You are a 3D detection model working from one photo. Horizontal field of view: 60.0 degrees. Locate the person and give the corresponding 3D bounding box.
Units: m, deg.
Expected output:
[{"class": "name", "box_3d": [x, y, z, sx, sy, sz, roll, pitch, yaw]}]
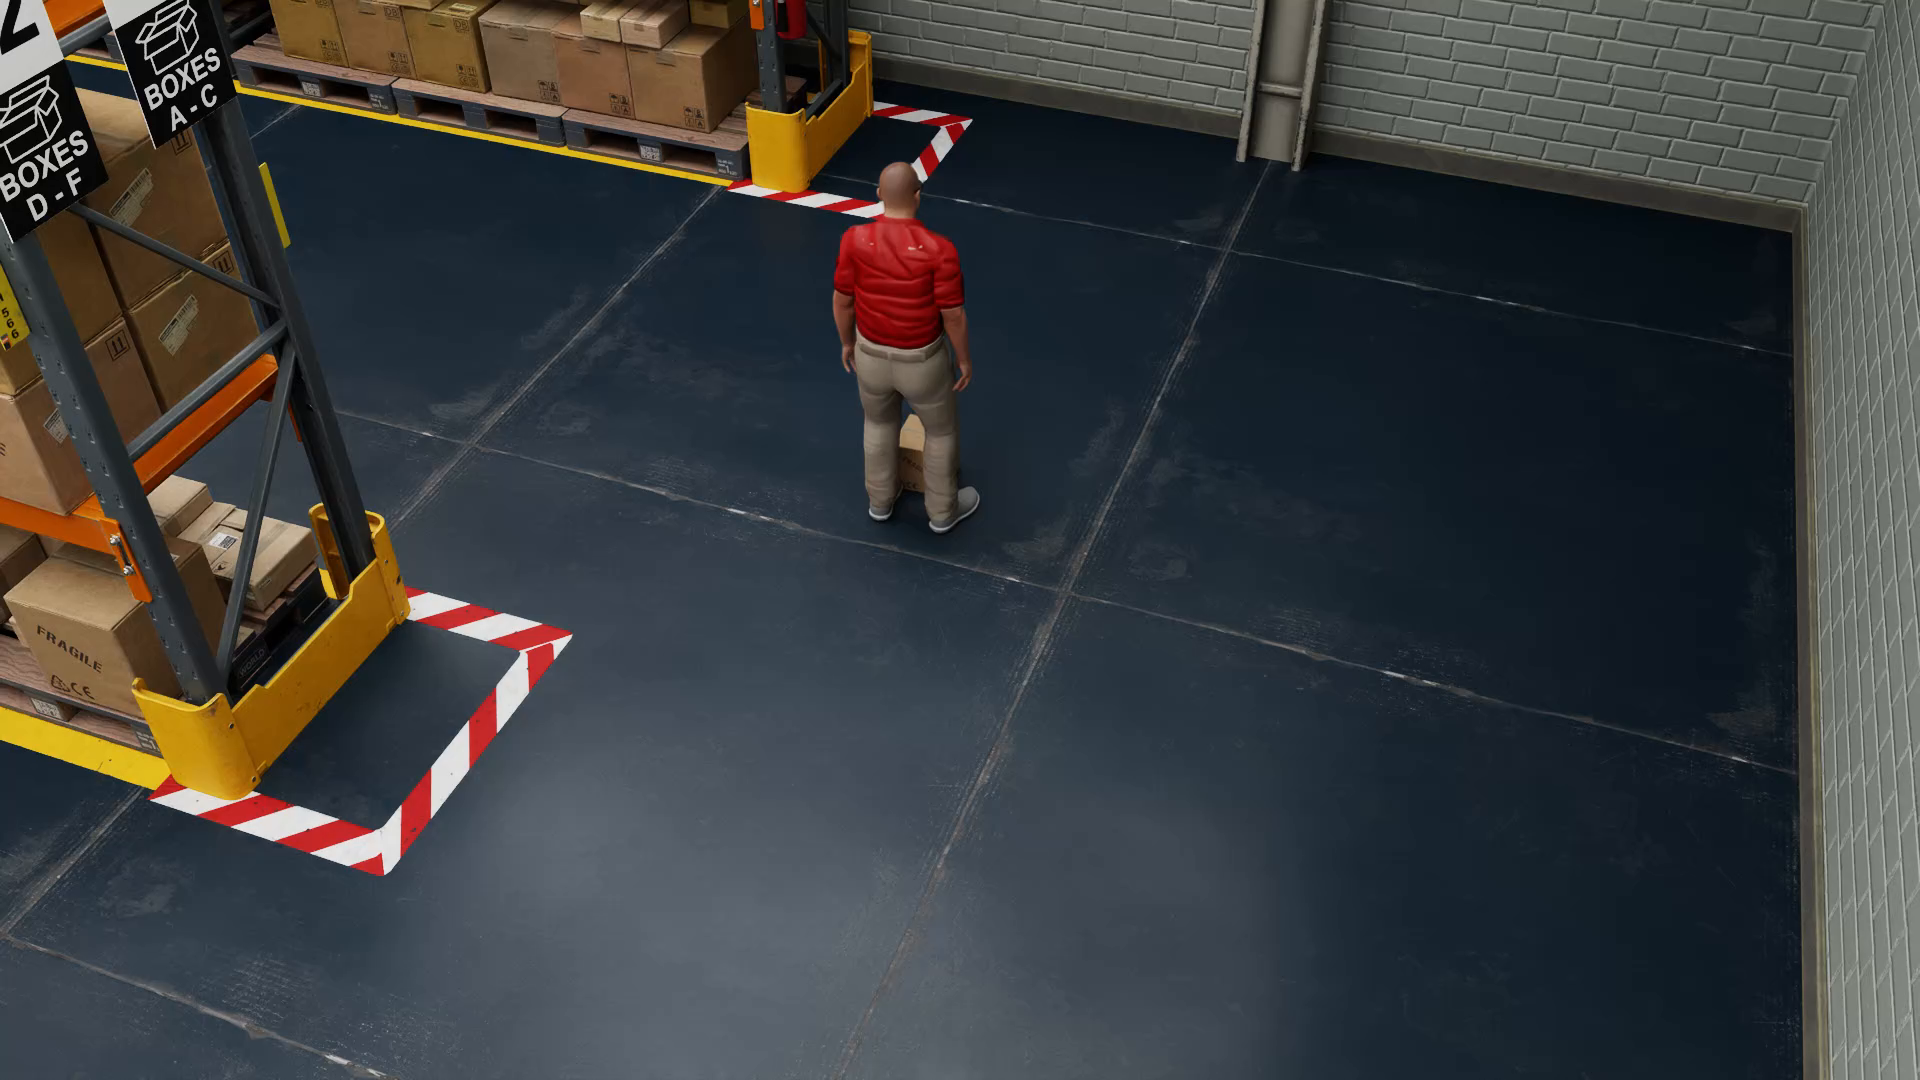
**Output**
[{"class": "person", "box_3d": [-0.230, -0.788, 7.069, 0.594, 1.725, 0.393, 11, 43, 13]}]
